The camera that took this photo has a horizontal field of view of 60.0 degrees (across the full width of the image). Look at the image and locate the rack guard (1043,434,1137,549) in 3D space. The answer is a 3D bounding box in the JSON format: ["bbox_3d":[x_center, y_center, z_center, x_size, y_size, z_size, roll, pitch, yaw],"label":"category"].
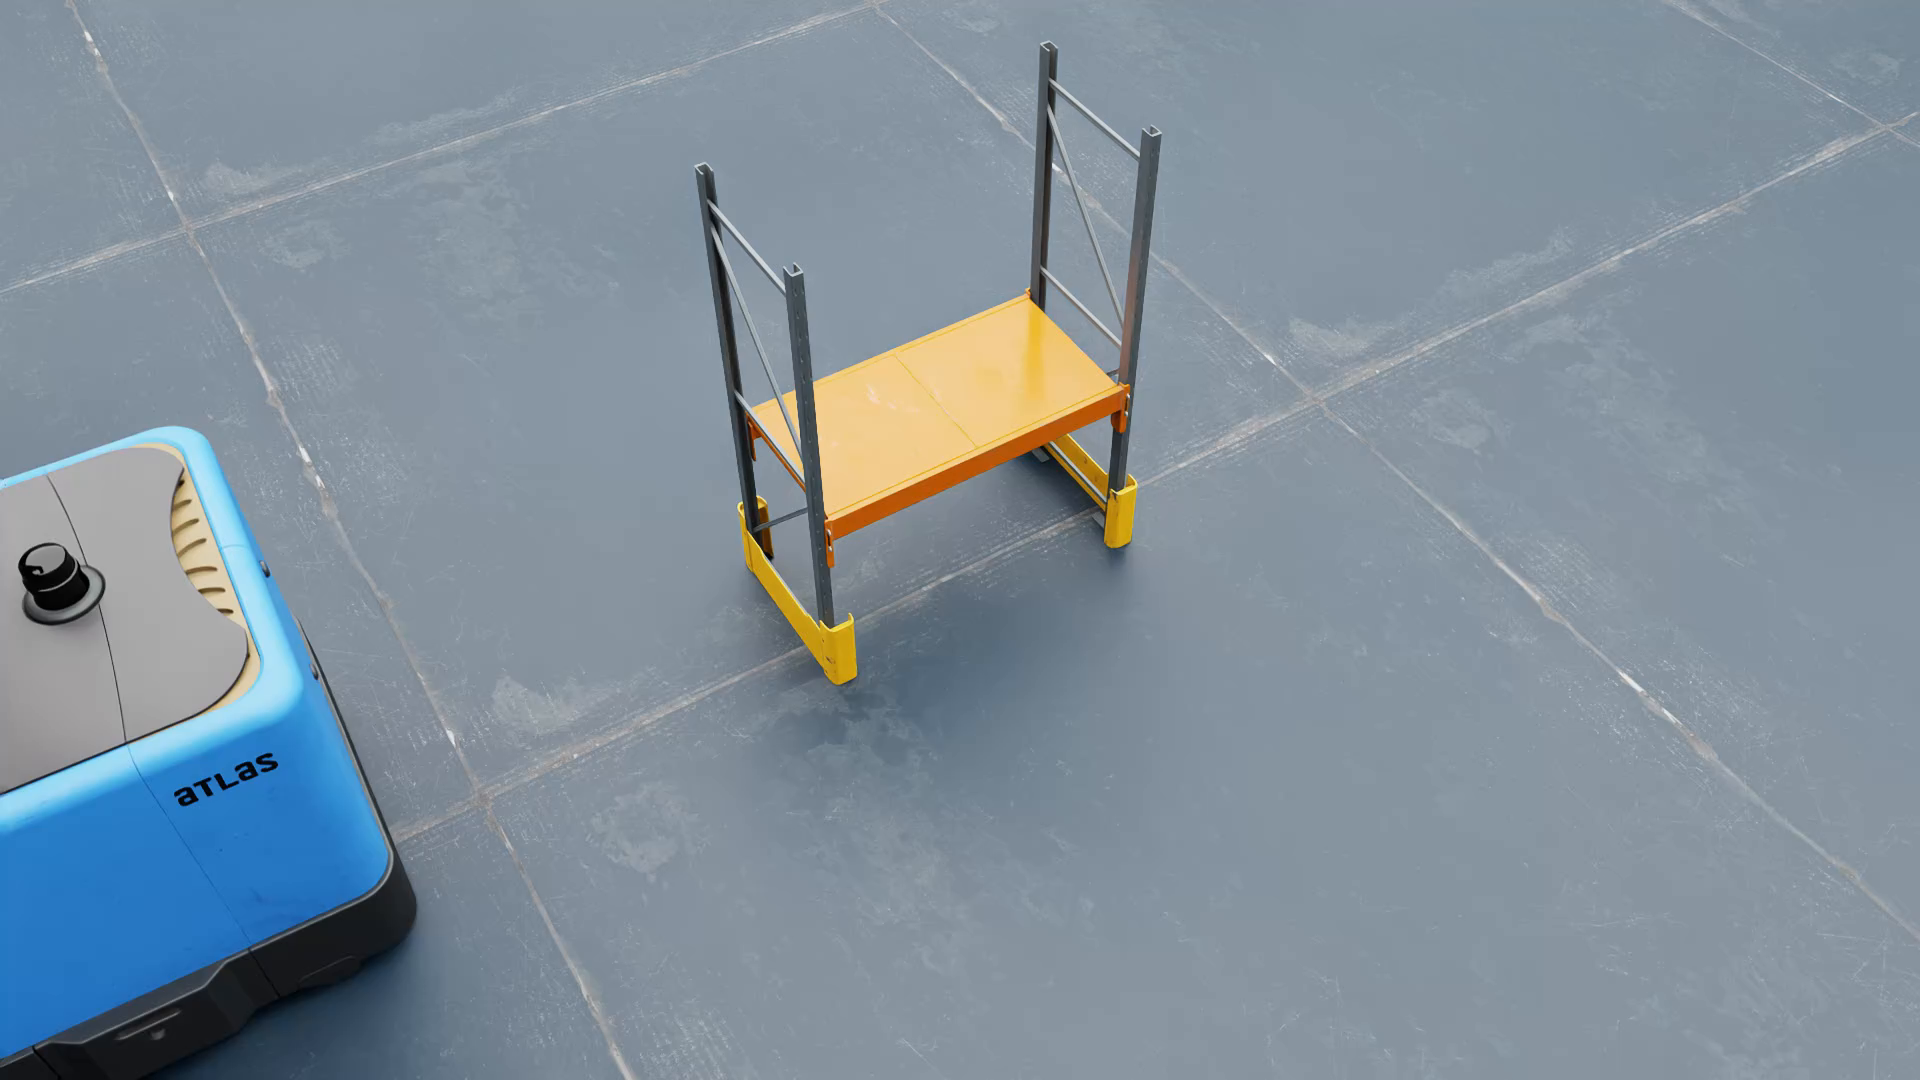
[{"bbox_3d":[0.357,-0.251,5.306,0.087,0.250,0.587,-25,53,-21],"label":"rack guard"}]

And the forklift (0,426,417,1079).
[{"bbox_3d":[-2.937,0.300,3.020,3.031,2.935,1.130,-23,52,-20],"label":"forklift"}]

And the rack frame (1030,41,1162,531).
[{"bbox_3d":[0.358,-0.667,4.840,0.032,1.500,0.500,-25,53,-21],"label":"rack frame"}]

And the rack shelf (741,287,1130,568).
[{"bbox_3d":[-0.072,-0.345,4.794,1.000,0.185,0.538,-25,53,-21],"label":"rack shelf"}]

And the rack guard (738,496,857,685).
[{"bbox_3d":[-0.486,0.146,4.953,0.087,0.250,0.587,-25,53,-21],"label":"rack guard"}]

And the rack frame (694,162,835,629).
[{"bbox_3d":[-0.502,-0.262,4.479,0.032,1.500,0.500,-25,53,-21],"label":"rack frame"}]

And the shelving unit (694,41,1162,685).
[{"bbox_3d":[-0.064,-0.468,4.663,1.083,1.500,0.587,-25,53,-21],"label":"shelving unit"}]
